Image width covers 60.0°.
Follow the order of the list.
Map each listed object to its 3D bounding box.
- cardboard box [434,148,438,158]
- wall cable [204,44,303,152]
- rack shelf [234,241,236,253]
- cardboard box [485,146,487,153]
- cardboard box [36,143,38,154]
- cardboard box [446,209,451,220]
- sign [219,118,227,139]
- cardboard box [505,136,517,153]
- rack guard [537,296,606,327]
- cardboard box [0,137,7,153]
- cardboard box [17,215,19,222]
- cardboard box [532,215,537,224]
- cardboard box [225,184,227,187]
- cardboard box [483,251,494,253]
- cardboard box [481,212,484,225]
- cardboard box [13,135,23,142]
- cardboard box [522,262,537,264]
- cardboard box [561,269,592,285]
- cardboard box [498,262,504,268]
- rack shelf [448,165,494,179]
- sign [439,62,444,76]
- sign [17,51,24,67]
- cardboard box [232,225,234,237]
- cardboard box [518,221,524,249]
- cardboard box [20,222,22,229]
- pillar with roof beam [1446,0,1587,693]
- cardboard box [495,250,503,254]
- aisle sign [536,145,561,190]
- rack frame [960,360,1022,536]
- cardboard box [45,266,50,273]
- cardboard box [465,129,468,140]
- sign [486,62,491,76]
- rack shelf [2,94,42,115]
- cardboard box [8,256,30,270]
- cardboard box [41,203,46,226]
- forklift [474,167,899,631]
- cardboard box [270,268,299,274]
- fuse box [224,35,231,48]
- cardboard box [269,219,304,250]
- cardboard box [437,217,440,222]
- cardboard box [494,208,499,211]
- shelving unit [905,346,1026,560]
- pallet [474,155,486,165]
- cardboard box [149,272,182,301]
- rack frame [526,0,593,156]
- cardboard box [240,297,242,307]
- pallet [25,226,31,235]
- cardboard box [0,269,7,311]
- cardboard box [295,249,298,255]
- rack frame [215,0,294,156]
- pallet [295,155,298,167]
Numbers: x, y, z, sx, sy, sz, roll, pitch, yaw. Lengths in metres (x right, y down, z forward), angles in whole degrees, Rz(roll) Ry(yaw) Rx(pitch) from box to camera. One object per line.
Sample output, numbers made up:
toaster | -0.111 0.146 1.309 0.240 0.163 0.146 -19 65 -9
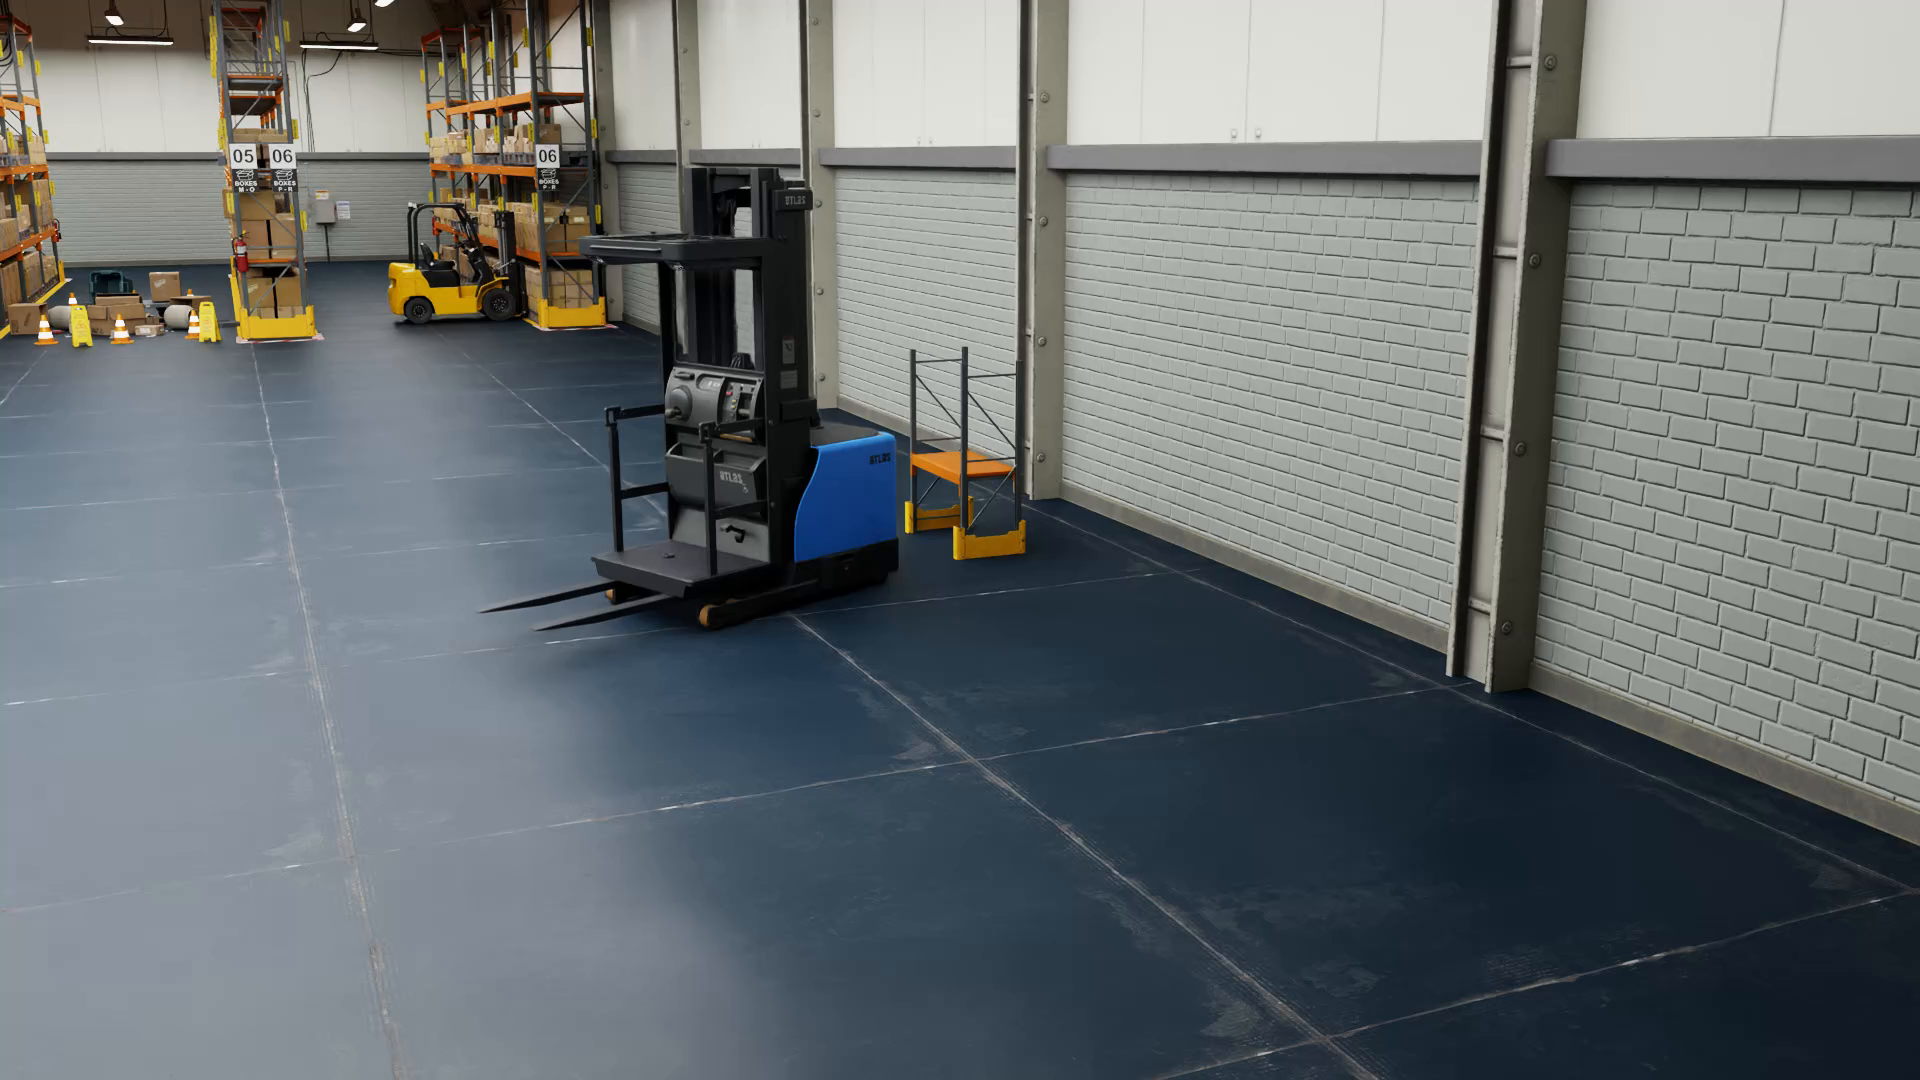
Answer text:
cardboard box | -13.114 -9.880 42.429 0.500 0.250 0.500 -6 14 -25
wall cable | -19.850 -12.364 46.835 2.355 3.000 0.029 -6 14 -23
rack shelf | -13.998 -5.808 33.407 1.077 0.370 4.000 -6 14 -23
cardboard box | -9.678 -8.146 34.665 0.380 0.149 0.250 -6 14 -24
cardboard box | -21.481 -8.999 38.172 0.500 0.250 0.500 -6 14 -25
cardboard box | -12.497 -8.104 41.407 0.500 0.250 0.500 -6 14 -23
sign | -12.111 -6.766 27.334 0.100 0.325 0.005 -6 14 -23
cardboard box | -8.541 -7.672 32.257 0.500 0.311 0.500 -5 14 -22
rack guard | -7.039 -4.145 30.171 1.175 0.500 0.348 -6 14 -23
cardboard box | -18.601 -7.586 31.887 0.500 0.311 0.500 -6 14 -23
cardboard box | -19.626 -6.612 34.250 0.380 0.149 0.250 -6 14 -23
cardboard box | -7.573 -5.829 30.243 0.380 0.149 0.250 -5 14 -22
cardboard box | -18.073 -8.635 41.589 0.500 0.500 0.500 -6 14 -24
cardboard box | -10.950 -6.573 38.293 0.380 0.149 0.250 -5 14 -21
cardboard box | -10.099 -6.974 36.074 0.500 0.250 0.500 -5 14 -21
cardboard box | -20.791 -8.838 36.592 0.380 0.149 0.250 -6 14 -24
cardboard box | -8.549 -5.312 32.617 0.500 0.250 0.500 -6 14 -23
cardboard box | -7.067 -4.836 30.564 0.500 0.250 0.500 -6 14 -24
cardboard box | -9.174 -5.510 34.859 0.875 0.625 0.625 -6 14 -24
rack shelf | -11.054 -8.545 38.580 1.077 0.370 4.000 -6 14 -23
sign | -12.360 -11.218 39.637 0.100 0.325 0.005 -6 14 -23
sign | -20.390 -10.436 36.082 0.100 0.325 0.005 -6 14 -23
cardboard box | -15.240 -6.580 35.479 0.500 0.250 0.500 -6 14 -25
cardboard box | -8.102 -5.811 31.605 0.500 0.500 0.500 -6 14 -23
cardboard box | -19.822 -6.570 34.732 0.380 0.149 0.250 -5 14 -22
pillar with roof beam | -0.832 -3.169 7.104 9.100 9.000 0.400 -6 14 -23
cardboard box | -10.604 -6.675 38.732 0.380 0.149 0.250 -6 14 -24
aisle sign | -7.291 -6.594 29.444 0.394 0.787 0.004 -6 14 -23
rack frame | 0.238 -0.608 12.671 0.500 1.500 0.032 -6 14 -23
cardboard box | -21.300 -6.259 38.491 0.380 0.149 0.250 -6 14 -23
cardboard box | -11.670 -9.729 39.928 0.396 0.266 0.258 -6 14 -24
sign | -11.349 -11.353 40.045 0.100 0.325 0.005 -6 14 -23
rack shelf | -21.698 -9.914 37.851 1.077 0.370 4.000 -6 14 -23
cardboard box | -19.552 -5.725 34.402 0.500 0.250 0.500 -6 14 -24
cardboard box | -21.238 -7.458 38.059 0.500 0.500 0.500 -6 14 -24
forklift | -1.803 -0.971 11.067 1.130 2.935 3.031 11 17 40
cardboard box | -12.509 -4.773 30.842 0.500 0.500 0.500 -5 14 -22
fuse box | -20.505 -13.840 46.117 0.513 0.334 0.176 -6 14 -23
cardboard box | -11.530 -5.235 28.457 0.500 0.500 0.500 -6 14 -24
cardboard box | -13.577 -8.458 43.821 0.380 0.149 0.250 -6 14 -23
cardboard box | -9.387 -6.759 34.261 0.380 0.149 0.250 -6 14 -25
shelving unit | 0.031 -0.715 13.133 0.587 1.500 1.083 -6 14 -23
pallet | -9.899 -8.258 36.164 1.213 0.211 1.003 -5 14 -20
cardboard box | -14.816 -4.729 31.016 0.500 0.500 0.500 -6 14 -23
rack frame | -7.048 -8.291 29.234 1.000 3.000 0.127 -6 14 -23
cardboard box | -13.208 -4.464 31.172 0.500 0.250 0.500 -6 14 -26
pallet | -20.724 -6.666 35.943 1.003 0.211 1.213 -6 14 -23
cardboard box | -18.023 -4.506 30.244 1.050 0.750 0.750 -6 14 -23
cardboard box | -11.687 -4.998 28.871 0.380 0.149 0.250 -6 14 -25
rack frame | -11.595 -7.842 27.294 1.000 3.000 0.127 -6 14 -23
pallet | -13.347 -7.252 31.817 1.213 0.211 1.003 -6 14 -23
